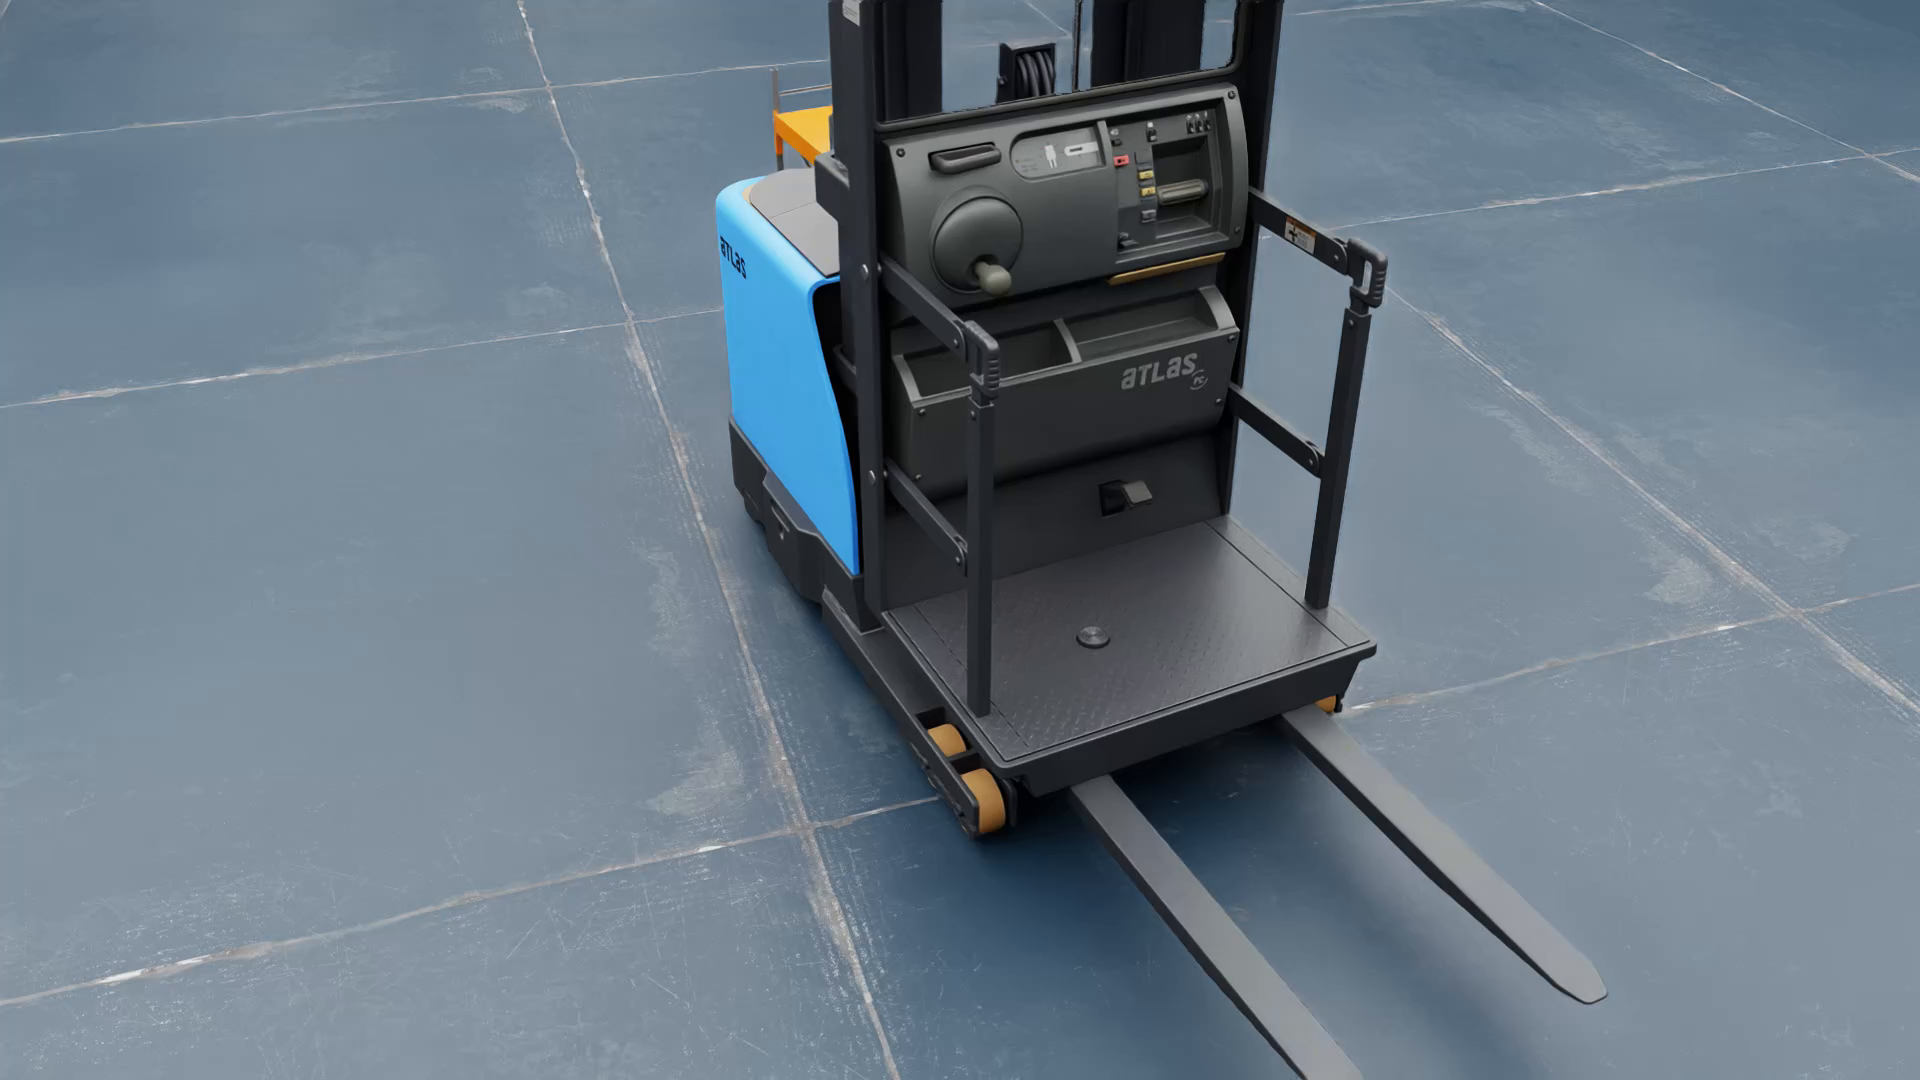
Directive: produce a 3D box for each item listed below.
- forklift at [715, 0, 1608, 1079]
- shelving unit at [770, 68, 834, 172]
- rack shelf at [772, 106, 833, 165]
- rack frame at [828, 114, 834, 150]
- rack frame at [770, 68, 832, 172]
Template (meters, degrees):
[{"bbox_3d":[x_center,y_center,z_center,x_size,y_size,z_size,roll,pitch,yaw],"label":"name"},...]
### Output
[{"bbox_3d":[0.369,-0.767,3.752,1.130,2.935,3.031,-15,36,-22],"label":"forklift"},{"bbox_3d":[-0.395,-0.927,5.565,0.258,1.200,0.503,-15,36,-22],"label":"shelving unit"},{"bbox_3d":[-0.395,-1.255,5.348,0.258,0.148,0.480,-15,36,-22],"label":"rack shelf"},{"bbox_3d":[-0.287,-0.806,5.382,0.240,1.200,0.015,-15,36,-22],"label":"rack frame"},{"bbox_3d":[-0.503,-1.048,5.747,0.240,1.200,0.015,-15,36,-22],"label":"rack frame"}]
